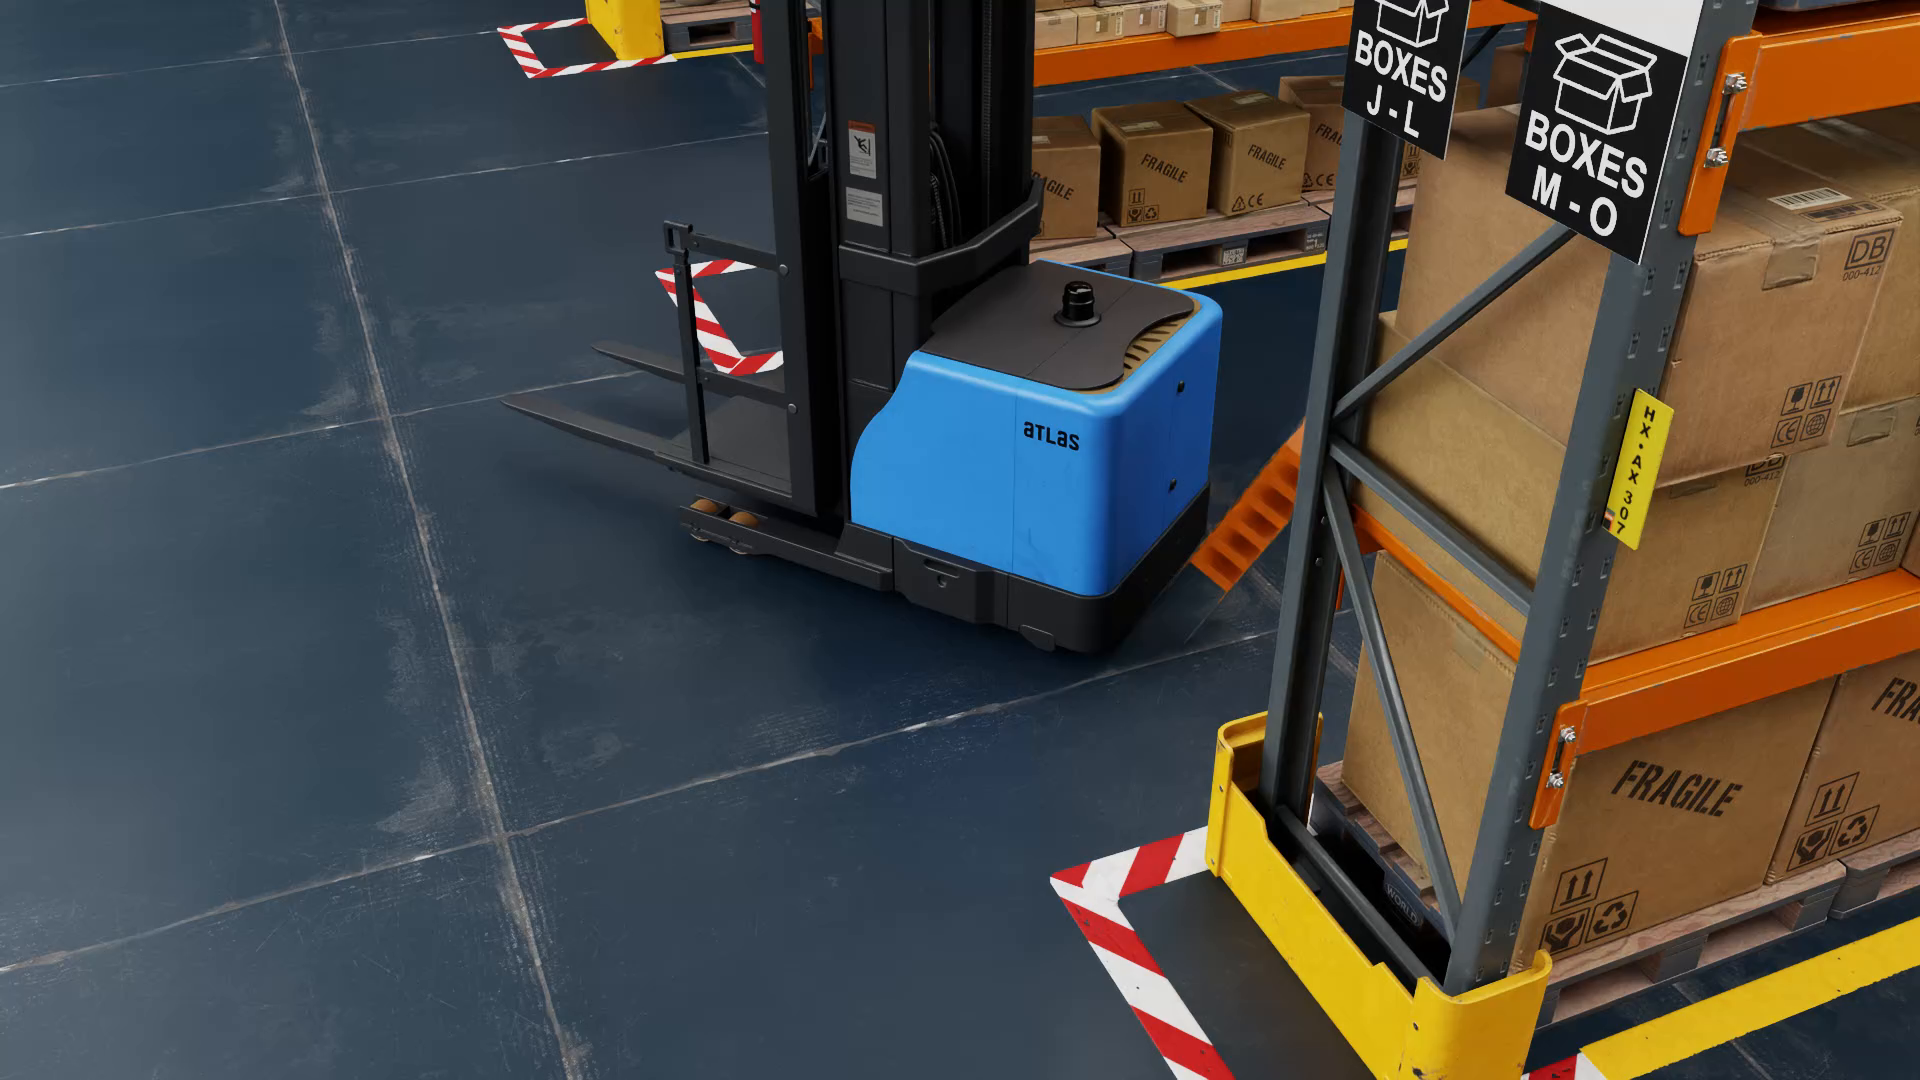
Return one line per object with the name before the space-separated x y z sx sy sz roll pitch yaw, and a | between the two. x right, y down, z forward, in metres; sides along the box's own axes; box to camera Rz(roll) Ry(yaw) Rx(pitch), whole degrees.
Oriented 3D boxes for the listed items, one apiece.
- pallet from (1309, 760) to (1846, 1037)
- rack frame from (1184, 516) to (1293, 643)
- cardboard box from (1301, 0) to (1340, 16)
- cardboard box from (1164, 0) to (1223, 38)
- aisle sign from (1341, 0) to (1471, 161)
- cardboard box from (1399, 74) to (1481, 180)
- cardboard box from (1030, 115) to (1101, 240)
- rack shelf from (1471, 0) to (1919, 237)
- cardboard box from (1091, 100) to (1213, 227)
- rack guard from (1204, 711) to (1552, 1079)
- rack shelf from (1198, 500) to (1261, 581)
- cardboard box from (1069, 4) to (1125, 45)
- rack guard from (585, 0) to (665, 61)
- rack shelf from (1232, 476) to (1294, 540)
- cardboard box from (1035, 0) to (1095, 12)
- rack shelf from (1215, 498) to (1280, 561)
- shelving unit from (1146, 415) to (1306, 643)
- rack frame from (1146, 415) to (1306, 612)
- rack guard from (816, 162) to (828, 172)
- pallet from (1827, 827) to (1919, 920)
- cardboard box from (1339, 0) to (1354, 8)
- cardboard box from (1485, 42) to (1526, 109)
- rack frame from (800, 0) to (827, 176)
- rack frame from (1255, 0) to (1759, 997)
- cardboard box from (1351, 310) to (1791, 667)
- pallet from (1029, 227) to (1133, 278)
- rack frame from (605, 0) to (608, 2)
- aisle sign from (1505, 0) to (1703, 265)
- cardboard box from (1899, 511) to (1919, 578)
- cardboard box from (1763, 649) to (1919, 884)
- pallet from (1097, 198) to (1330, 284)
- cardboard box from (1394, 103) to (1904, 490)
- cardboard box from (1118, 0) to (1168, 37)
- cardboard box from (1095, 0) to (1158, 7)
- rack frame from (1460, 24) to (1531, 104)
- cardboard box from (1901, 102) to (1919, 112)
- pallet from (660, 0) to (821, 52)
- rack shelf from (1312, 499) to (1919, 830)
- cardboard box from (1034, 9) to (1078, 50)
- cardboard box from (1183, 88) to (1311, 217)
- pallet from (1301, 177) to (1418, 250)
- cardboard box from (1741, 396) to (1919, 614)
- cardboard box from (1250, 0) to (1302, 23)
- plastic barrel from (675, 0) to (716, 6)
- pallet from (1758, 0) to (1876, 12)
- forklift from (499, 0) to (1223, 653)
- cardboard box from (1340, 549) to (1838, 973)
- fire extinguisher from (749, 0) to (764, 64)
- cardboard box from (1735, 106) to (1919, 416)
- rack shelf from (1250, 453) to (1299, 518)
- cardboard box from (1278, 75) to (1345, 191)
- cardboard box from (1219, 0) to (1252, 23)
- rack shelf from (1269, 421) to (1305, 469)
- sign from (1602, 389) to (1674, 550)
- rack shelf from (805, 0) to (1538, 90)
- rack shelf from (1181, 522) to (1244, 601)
pallet | 1.860 0.937 5.117 1.213 0.211 1.003 -13 35 -19
rack frame | 1.132 -0.041 5.833 0.006 1.200 0.240 40 43 7
cardboard box | 1.758 -2.846 8.605 0.250 0.149 0.380 -13 35 -19
cardboard box | 1.102 -2.642 8.291 0.250 0.149 0.380 -13 35 -19
aisle sign | 0.972 -1.250 3.536 0.004 0.787 0.394 -13 35 -19
cardboard box | 2.630 -2.448 9.669 0.500 0.500 0.500 -14 36 -20
cardboard box | 0.447 -1.935 8.880 0.500 0.500 0.500 -4 33 -6
rack shelf | 2.997 -1.402 4.064 4.000 0.370 1.077 -13 35 -19
cardboard box | 1.031 -2.057 9.068 0.500 0.500 0.500 -10 34 -14
rack guard | 1.131 1.029 4.710 0.348 0.500 1.175 -13 35 -19
rack shelf | 0.997 0.001 5.956 0.180 0.103 0.258 40 43 7
cardboard box | 0.611 -2.575 8.188 0.250 0.149 0.380 -13 35 -19
rack guard | -2.539 -4.022 12.473 0.348 0.500 1.175 -13 35 -19
rack shelf | 1.093 -0.146 5.793 0.180 0.103 0.258 40 43 7
cardboard box | 0.259 -2.974 8.206 0.500 0.500 0.875 -13 35 -19
rack shelf | 1.045 -0.072 5.875 0.180 0.103 0.258 40 43 7
shelving unit | 1.063 -0.100 5.844 0.189 1.200 0.258 40 43 7
rack frame | 0.993 -0.158 5.856 0.006 1.200 0.240 40 43 7
rack guard | -0.603 -1.508 8.609 0.348 0.500 1.175 -13 35 -19
pallet | 2.984 0.681 5.510 1.213 0.211 1.003 -13 35 -19
cardboard box | 1.973 -2.920 8.717 0.250 0.149 0.380 -13 35 -19
cardboard box | 3.589 -2.639 9.945 0.500 0.500 0.700 -16 36 -23
rack frame | -0.674 -2.539 7.903 0.127 3.000 1.000 -13 35 -19
rack frame | 1.153 -0.024 4.036 0.127 3.000 1.000 -13 35 -19
cardboard box | 1.478 -0.188 4.151 0.550 0.550 0.875 -13 35 -19
pallet | 0.159 -1.540 8.924 1.213 0.211 1.003 -13 35 -19
rack frame | -2.591 -5.030 11.730 0.127 3.000 1.000 -13 35 -19
aisle sign | 1.204 -0.948 3.073 0.004 0.787 0.394 -13 35 -19
cardboard box | 2.542 -0.370 4.431 0.550 0.550 0.875 -13 35 -19
cardboard box | 2.564 0.327 5.060 0.875 0.875 0.875 -13 35 -20
pallet | 1.282 -1.796 9.317 1.213 0.211 1.003 -13 35 -19
cardboard box | 1.511 -0.598 3.792 0.550 0.550 0.875 -13 35 -19
cardboard box | 0.831 -2.642 8.290 0.250 0.149 0.380 -13 35 -19
cardboard box | 0.737 -3.058 8.335 0.500 0.500 0.875 -13 35 -19
rack frame | 3.015 -3.384 9.200 0.127 3.000 1.000 -13 35 -19
cardboard box | 2.551 -0.811 4.118 0.550 0.550 0.875 -13 35 -19
pallet | -1.788 -4.070 12.811 1.213 0.211 1.003 -13 35 -19
rack shelf | 2.997 -0.145 4.882 4.000 0.370 1.077 -13 35 -19
cardboard box | 0.378 -2.526 8.112 0.250 0.149 0.380 -13 35 -19
cardboard box | 1.563 -2.153 9.215 0.500 0.500 0.500 -16 36 -23
pallet | 2.409 -2.056 9.716 1.213 0.211 1.003 -13 35 -19
cardboard box | 1.977 -0.315 4.346 0.550 0.550 0.875 -13 35 -19
cardboard box | 1.541 -2.776 8.497 0.250 0.149 0.380 -13 35 -19
plastic barrel | -2.014 -4.341 12.567 0.421 0.512 0.421 0 33 0
pallet | 1.833 -1.406 3.491 1.213 0.211 1.003 -13 35 -19
forklift | -0.546 -1.401 6.216 3.031 2.935 1.130 18 37 25
cardboard box | 1.753 0.514 4.773 0.875 0.875 0.875 -13 35 -19
fire extinguisher | -0.957 -2.715 8.243 0.183 0.674 0.296 -13 35 -19
cardboard box | 1.982 -0.761 4.041 0.550 0.550 0.875 -13 35 -19
rack shelf | 1.140 -0.219 5.711 0.180 0.103 0.258 40 43 7
cardboard box | 2.105 -2.323 9.477 0.500 0.500 0.500 -2 33 -4
cardboard box | 1.281 -2.762 8.475 0.250 0.149 0.380 -13 35 -19
rack shelf | 1.188 -0.293 5.629 0.180 0.103 0.258 40 43 7
sign | 1.363 -0.140 3.348 0.005 0.325 0.100 -13 35 -19
rack shelf | 1.171 -2.660 8.748 4.000 0.370 1.077 -13 35 -19
rack shelf | 0.949 0.075 6.038 0.180 0.103 0.258 40 43 7
